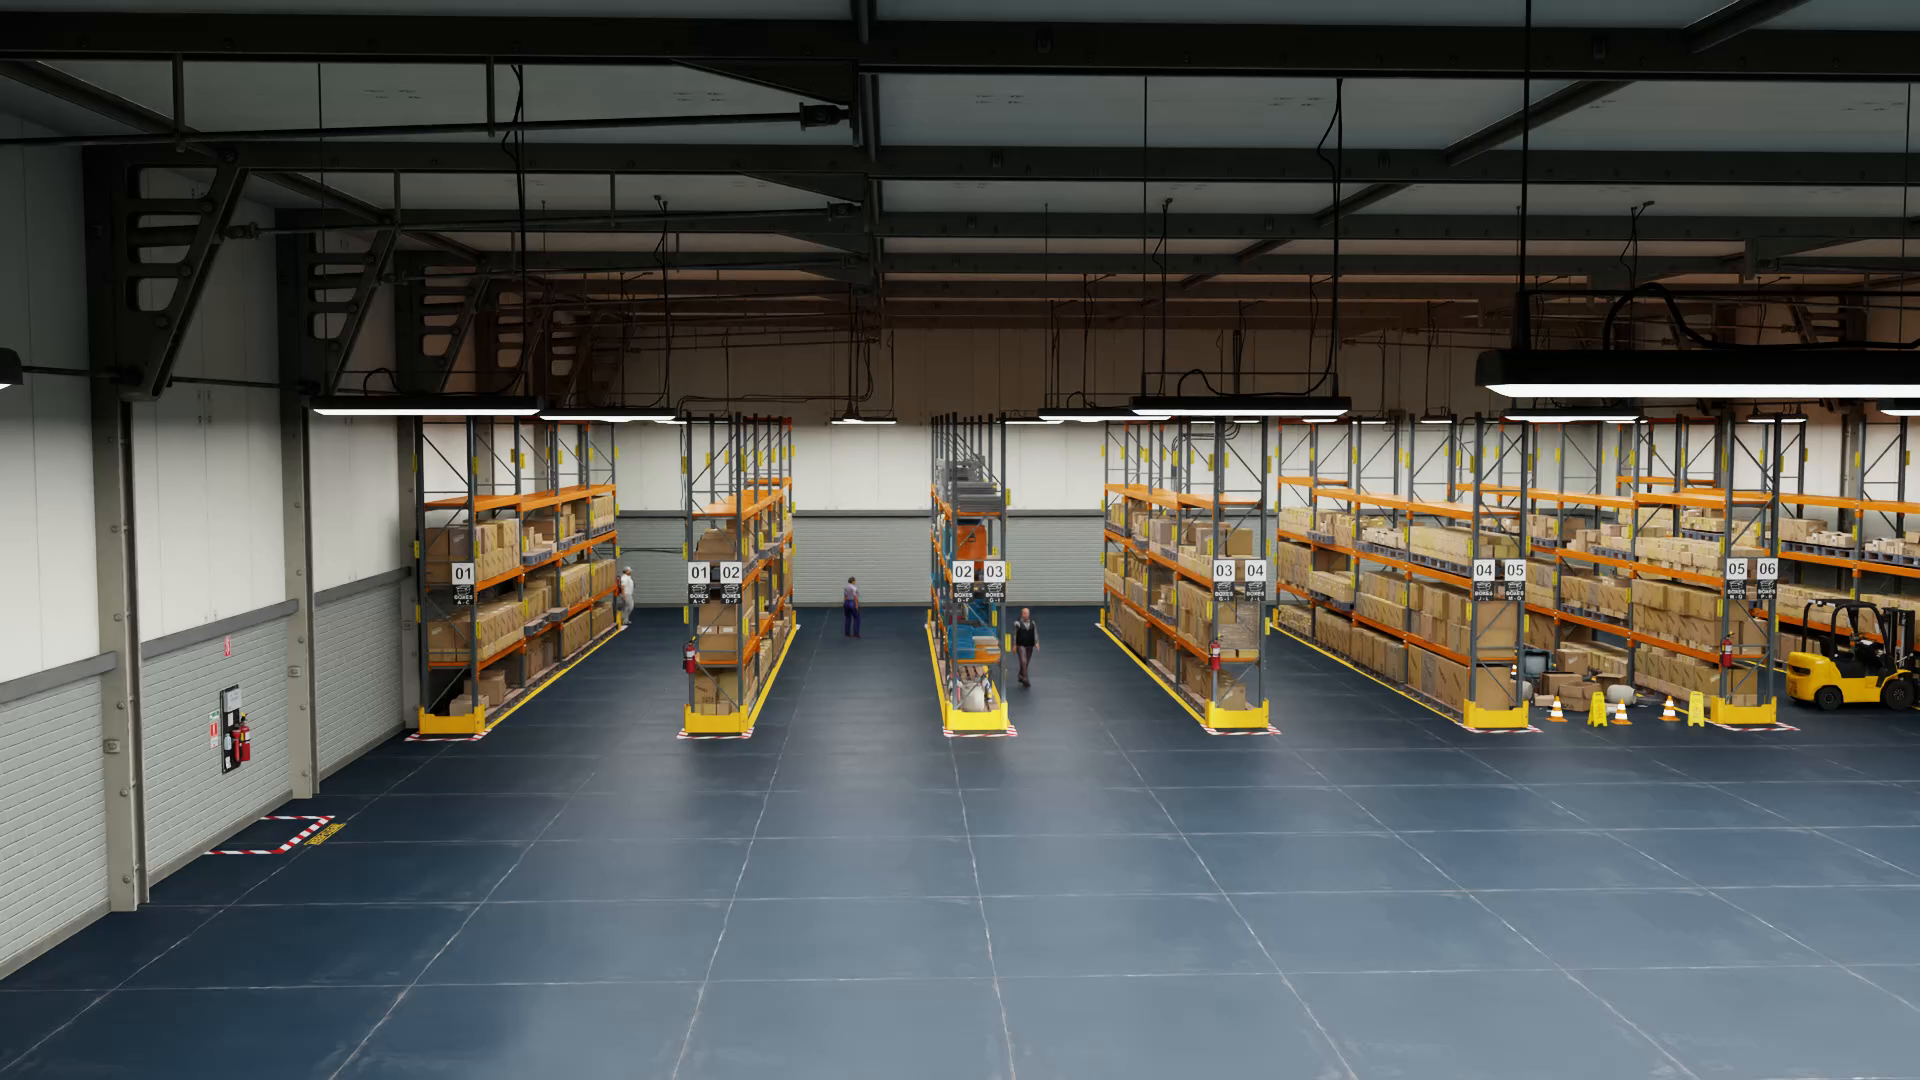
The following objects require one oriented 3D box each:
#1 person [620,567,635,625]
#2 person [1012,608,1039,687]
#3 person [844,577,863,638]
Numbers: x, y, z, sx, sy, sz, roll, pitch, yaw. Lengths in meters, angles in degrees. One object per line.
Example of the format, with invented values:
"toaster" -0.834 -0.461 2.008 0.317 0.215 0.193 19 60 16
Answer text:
"person" -9.647 1.612 48.224 0.433 1.684 0.507 0 4 -4
"person" 1.478 2.360 36.706 0.556 1.693 0.869 -2 4 -27
"person" -2.952 1.848 45.209 0.567 1.706 0.396 4 5 44
